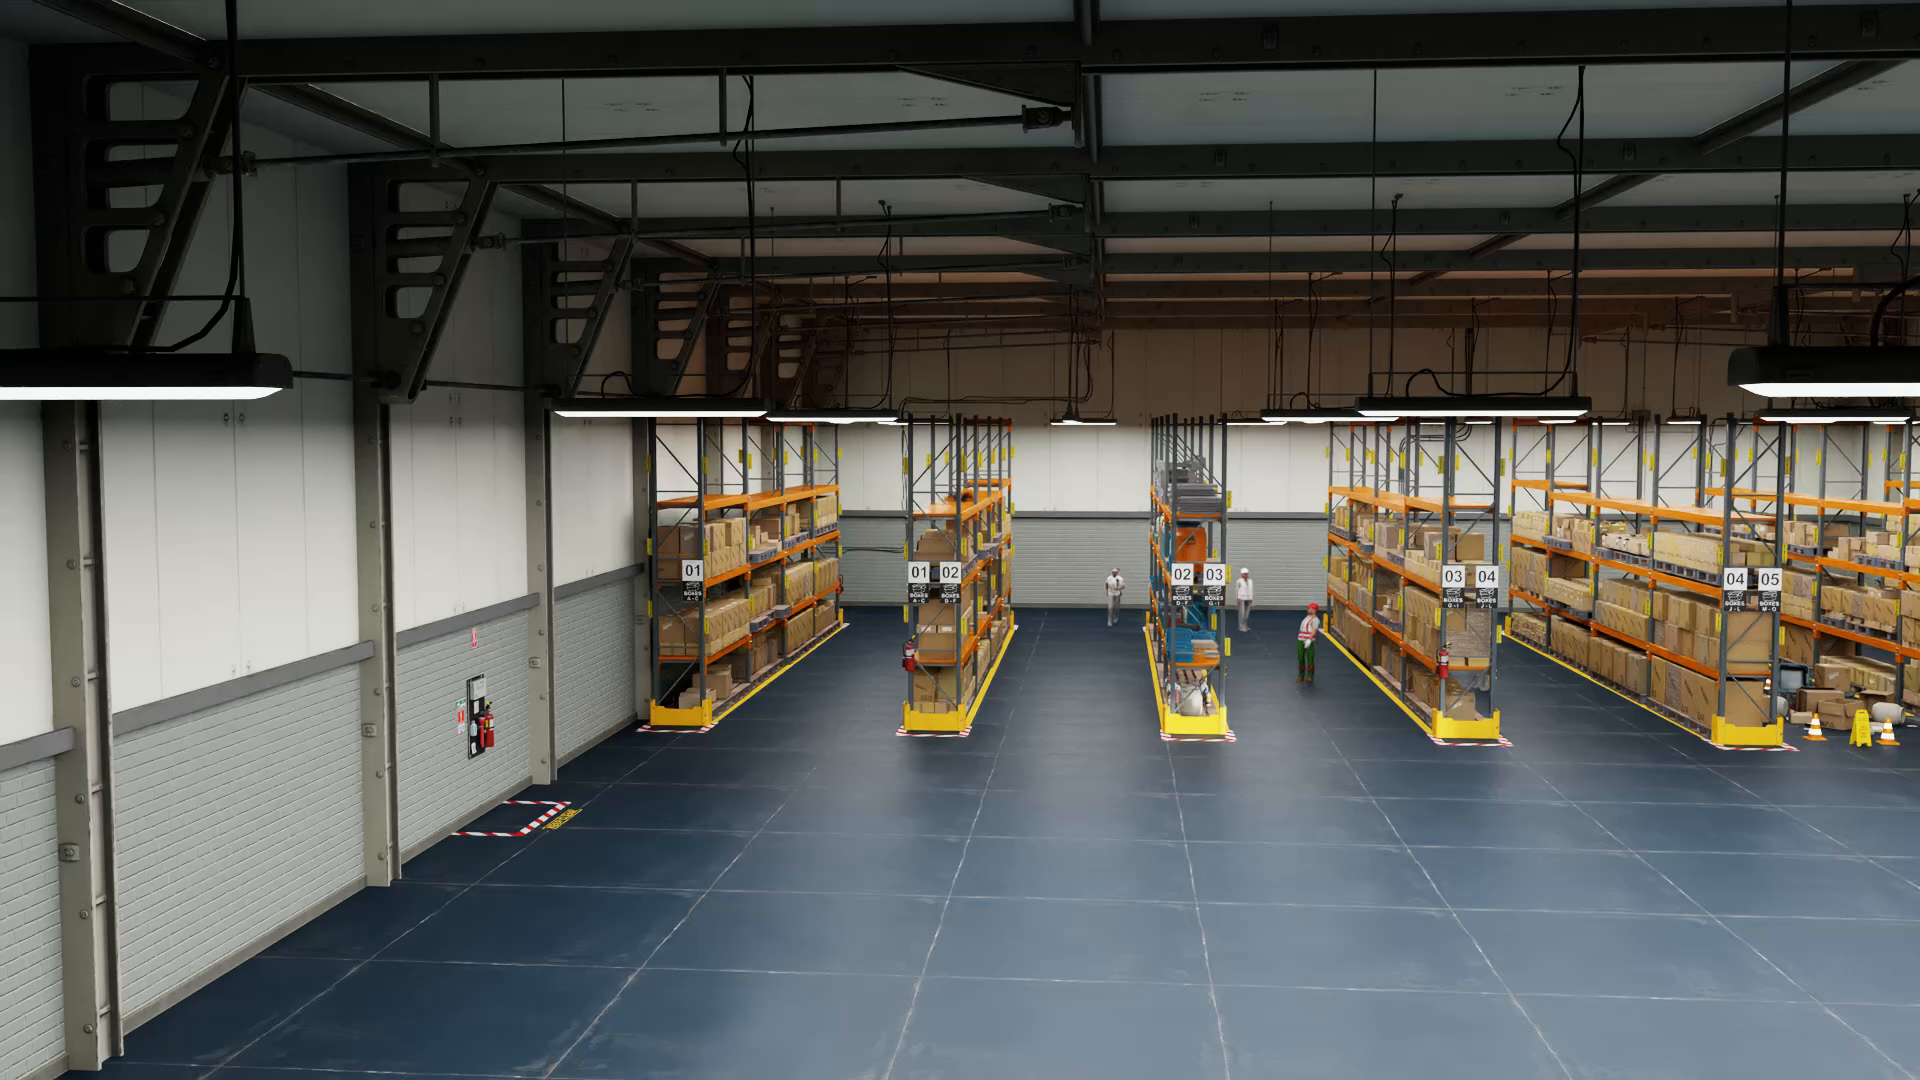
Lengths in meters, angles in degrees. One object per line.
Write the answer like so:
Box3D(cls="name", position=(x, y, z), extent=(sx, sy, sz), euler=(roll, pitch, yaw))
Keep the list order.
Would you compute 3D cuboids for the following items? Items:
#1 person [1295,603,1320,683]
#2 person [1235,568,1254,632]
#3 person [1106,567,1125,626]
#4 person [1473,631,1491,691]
Box3D(cls="person", position=(7.802, 2.318, 37.428), extent=(0.571, 1.813, 0.628), euler=(4, 5, 44))
Box3D(cls="person", position=(8.085, 1.688, 47.066), extent=(0.573, 1.795, 0.564), euler=(-1, 4, -21))
Box3D(cls="person", position=(4.525, 1.643, 48.442), extent=(0.551, 1.730, 0.785), euler=(0, 4, 3))
Box3D(cls="person", position=(11.472, 2.391, 36.460), extent=(0.415, 1.786, 0.580), euler=(-2, 4, -29))
